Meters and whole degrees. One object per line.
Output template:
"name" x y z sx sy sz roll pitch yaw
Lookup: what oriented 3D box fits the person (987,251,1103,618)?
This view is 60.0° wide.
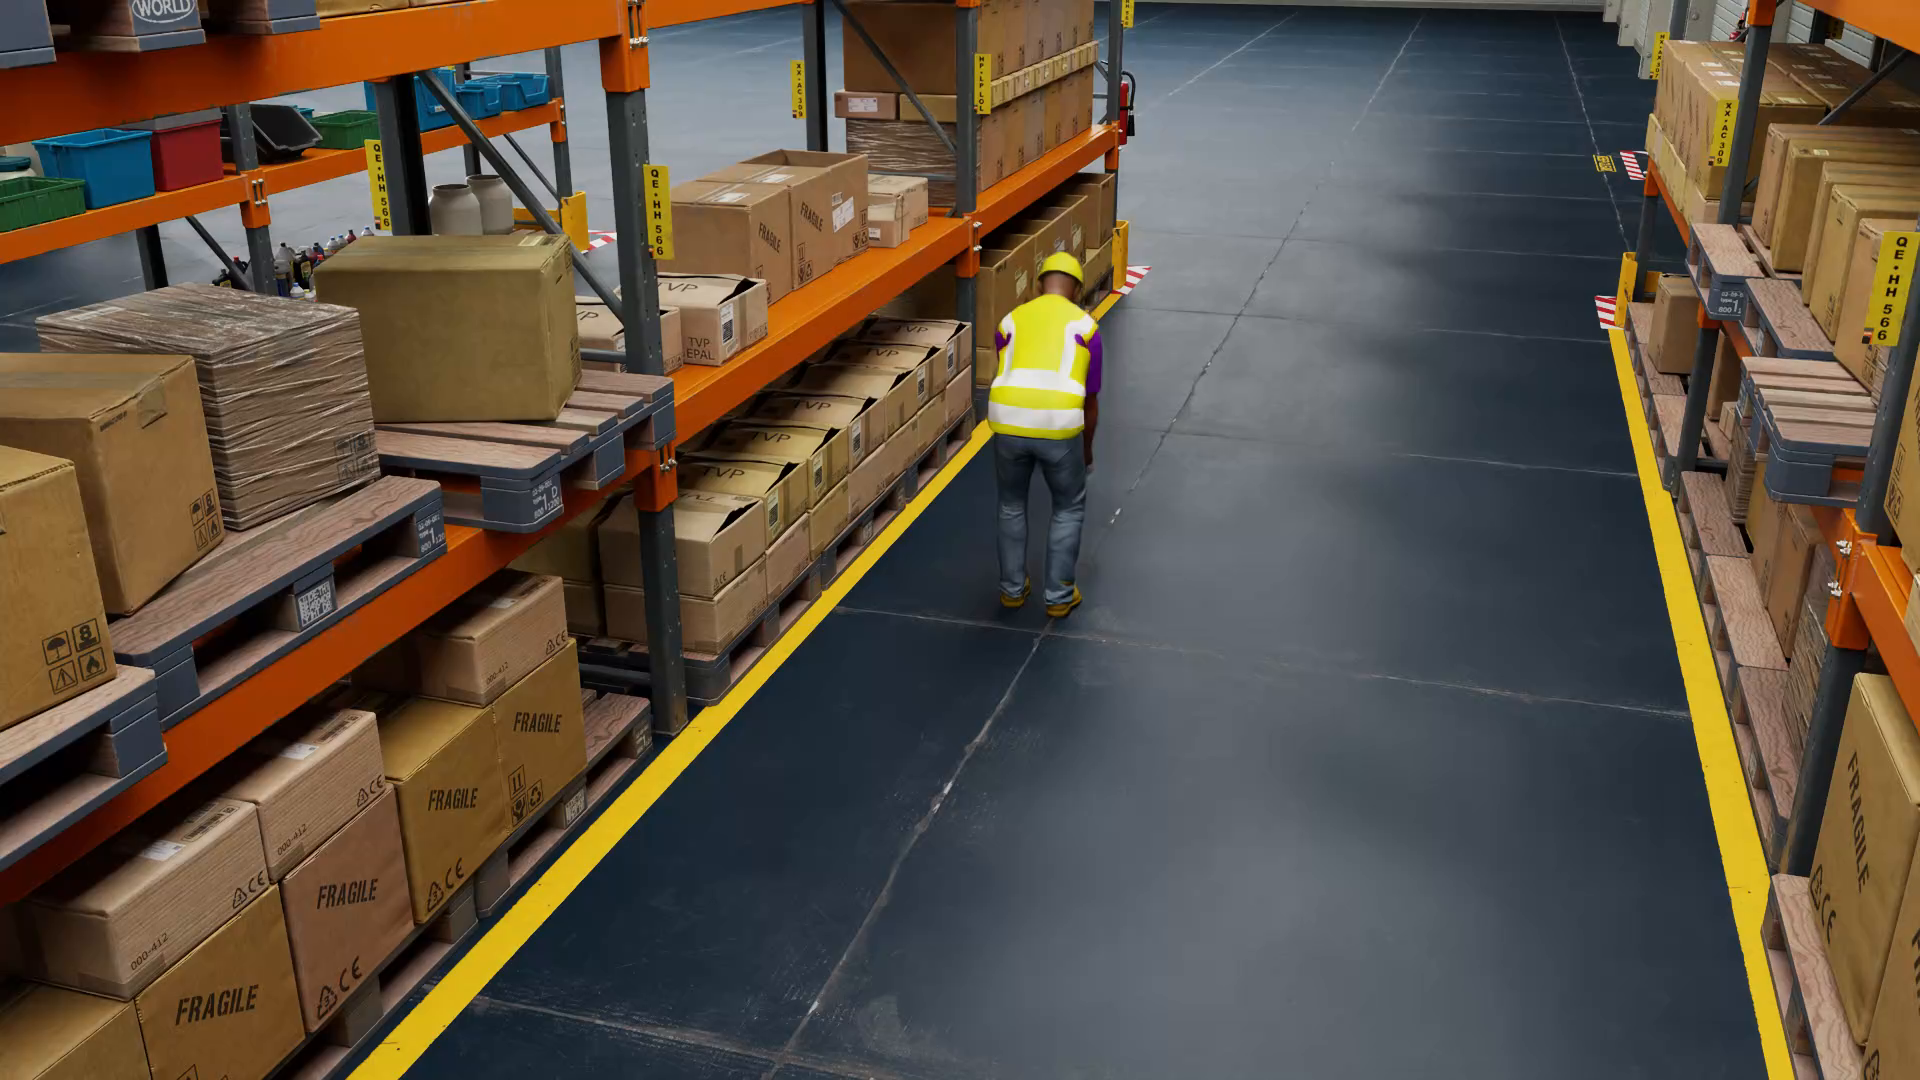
"person" 0.387 -0.487 7.554 0.477 1.555 0.798 6 23 15
